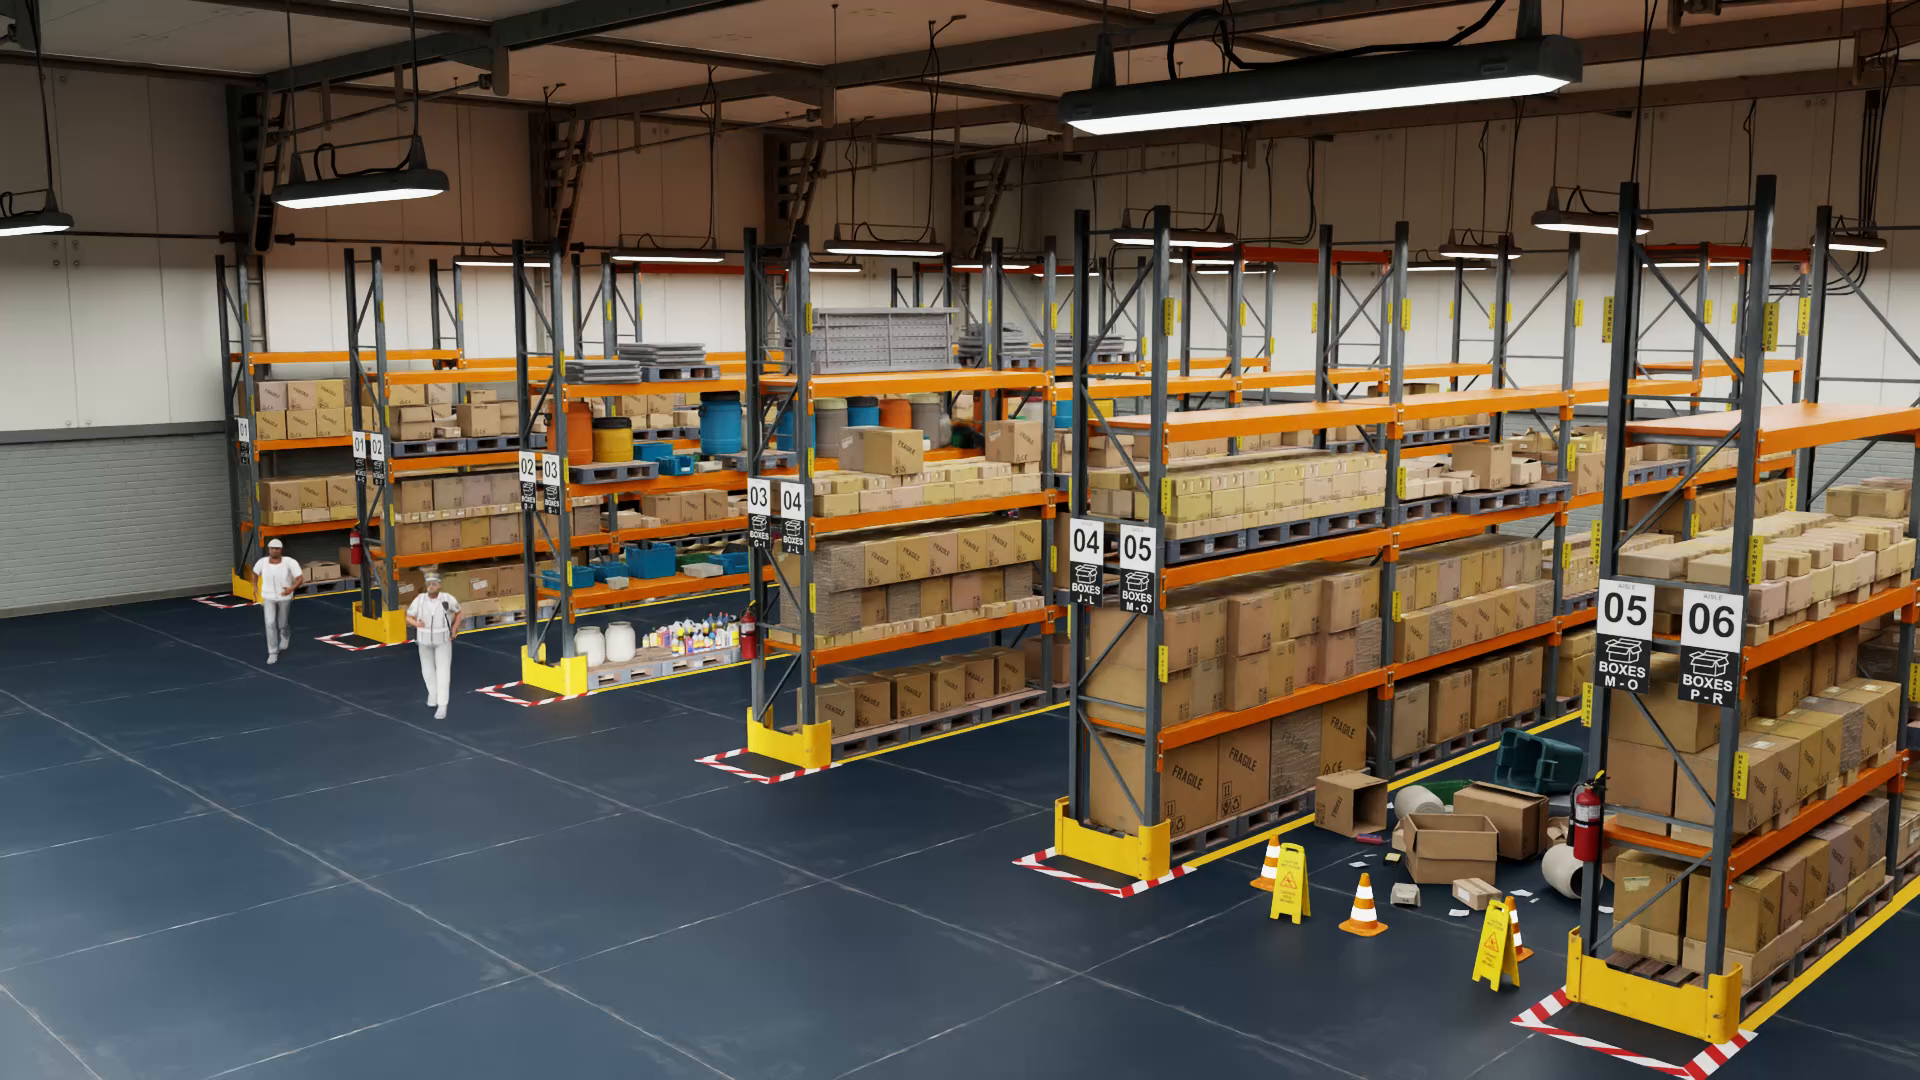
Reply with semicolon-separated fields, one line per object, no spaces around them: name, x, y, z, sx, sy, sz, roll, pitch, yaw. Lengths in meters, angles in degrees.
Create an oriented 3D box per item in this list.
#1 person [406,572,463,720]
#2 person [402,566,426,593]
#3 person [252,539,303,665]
person;-6.674;1.301;21.088;0.666;1.806;0.869;-1;8;-7
person;-9.206;0.432;27.762;0.541;1.574;0.867;6;10;37
person;-9.975;0.856;24.327;0.719;1.772;0.943;-2;8;-16
